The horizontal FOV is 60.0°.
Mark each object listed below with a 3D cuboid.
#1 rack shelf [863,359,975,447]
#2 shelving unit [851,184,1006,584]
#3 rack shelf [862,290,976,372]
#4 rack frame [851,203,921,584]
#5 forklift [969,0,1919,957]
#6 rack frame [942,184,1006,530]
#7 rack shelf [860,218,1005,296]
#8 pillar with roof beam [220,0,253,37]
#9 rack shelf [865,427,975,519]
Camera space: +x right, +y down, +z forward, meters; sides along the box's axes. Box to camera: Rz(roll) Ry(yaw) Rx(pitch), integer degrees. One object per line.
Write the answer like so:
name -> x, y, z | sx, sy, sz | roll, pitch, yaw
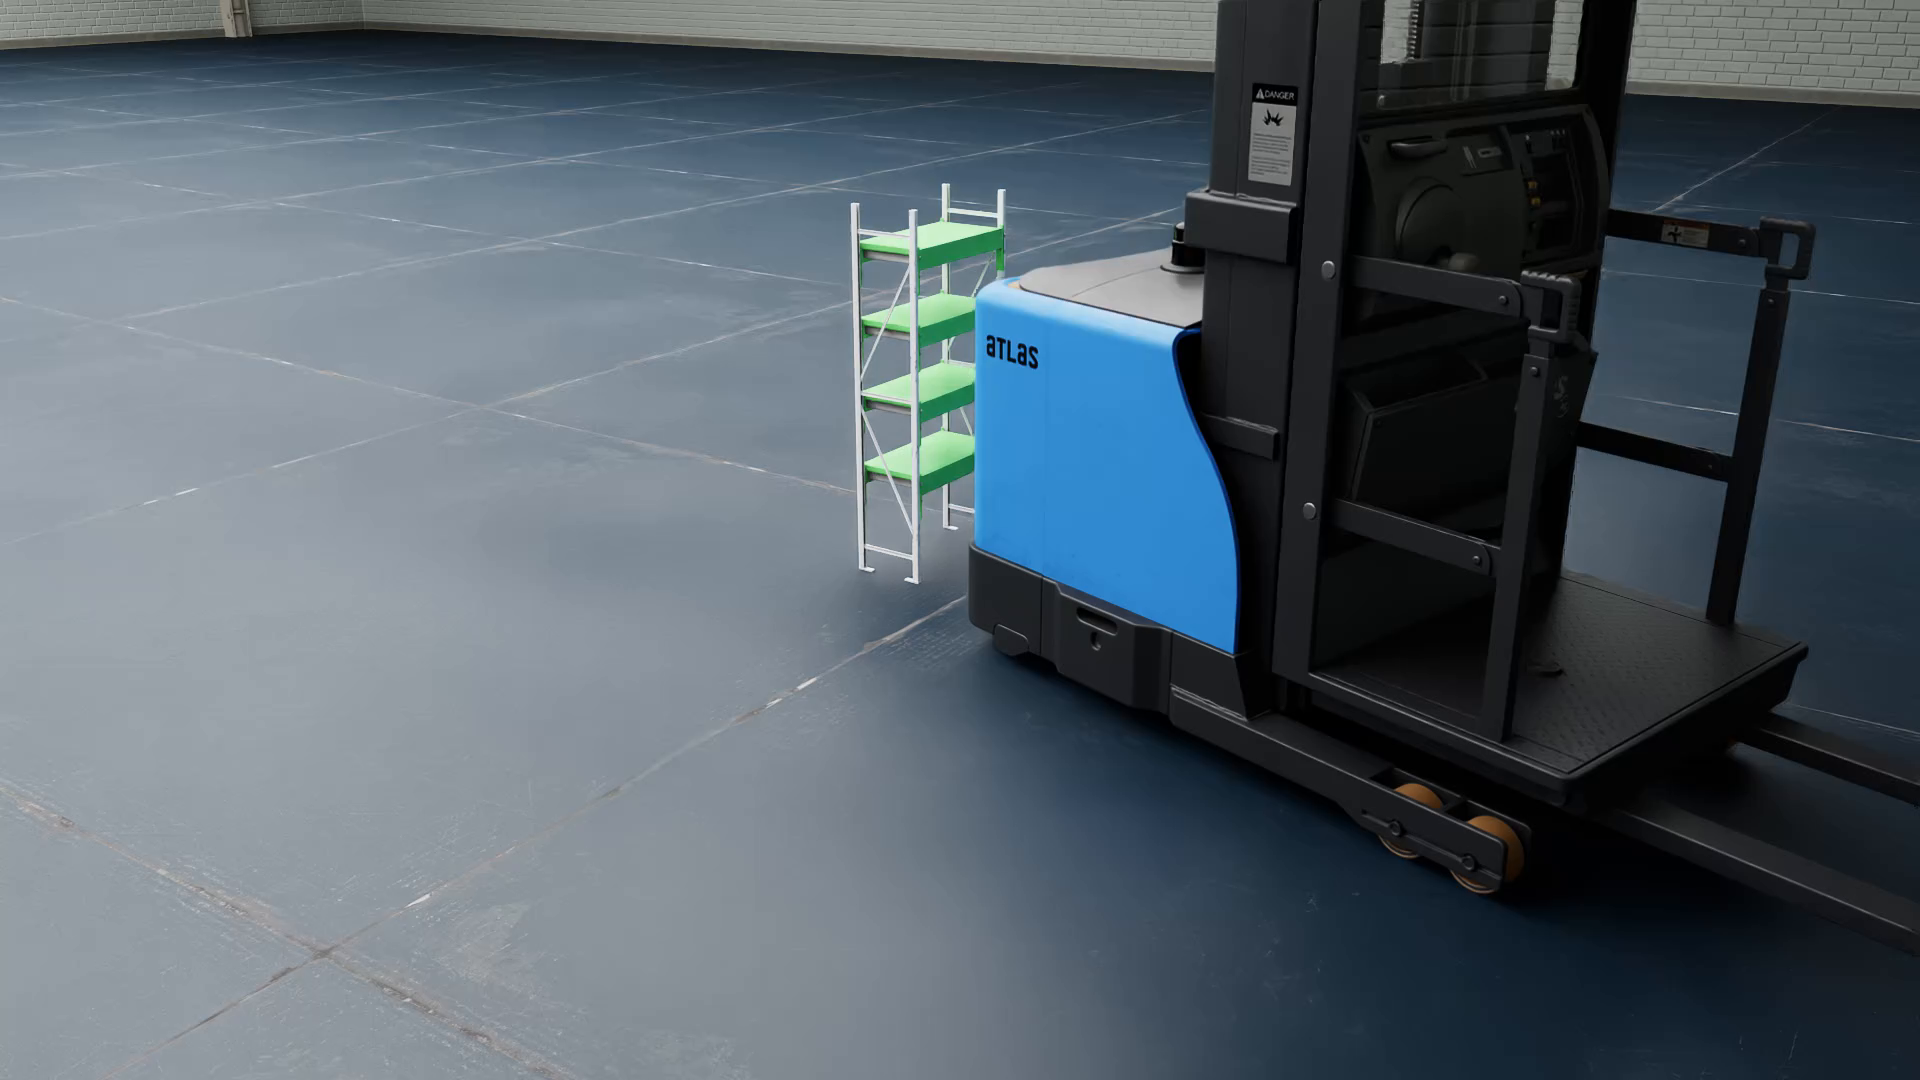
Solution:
rack shelf -> -0.093, -0.455, 5.451 | 0.258, 0.148, 0.480 | 13, 24, 32
shelving unit -> -0.093, -0.515, 5.428 | 0.258, 1.200, 0.503 | 13, 24, 32
rack shelf -> -0.093, -0.680, 5.367 | 0.258, 0.148, 0.480 | 13, 24, 32
rack frame -> -0.230, -0.445, 5.239 | 0.240, 1.200, 0.015 | 13, 24, 32
forklift -> 1.358, -0.794, 3.686 | 1.130, 2.935, 3.031 | -16, 26, -37
rack frame -> 0.044, -0.585, 5.618 | 0.240, 1.200, 0.015 | 13, 24, 32
rack shelf -> -0.093, -0.906, 5.284 | 0.258, 0.148, 0.480 | 13, 24, 32
pillar with roof beam -> -10.234, -13.013, 27.974 | 9.100, 9.000, 0.400 | 13, 24, 32
rack shelf -> -0.093, -0.230, 5.534 | 0.258, 0.148, 0.480 | 13, 24, 32
